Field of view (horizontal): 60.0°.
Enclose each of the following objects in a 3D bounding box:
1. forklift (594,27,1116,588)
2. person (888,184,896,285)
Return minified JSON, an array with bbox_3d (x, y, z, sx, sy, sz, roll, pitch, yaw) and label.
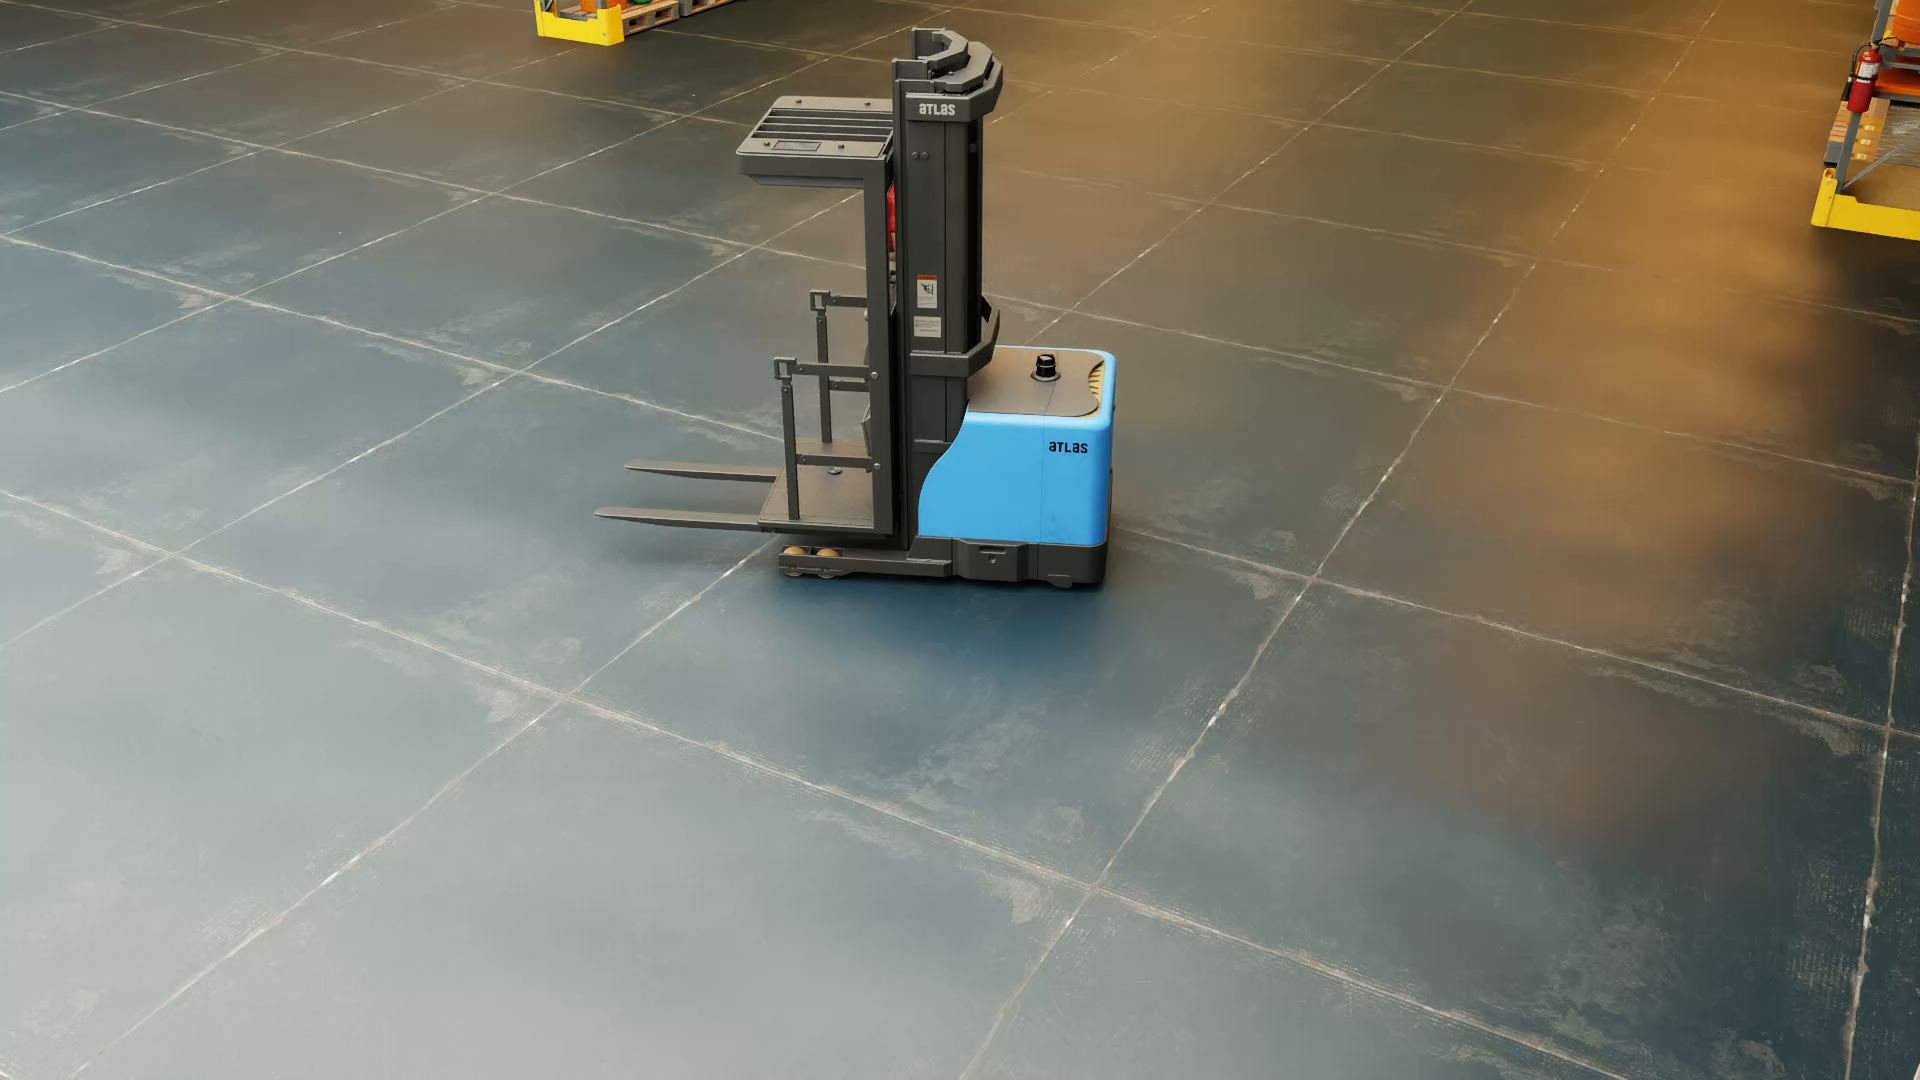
[{"bbox_3d":[-0.624,-1.307,9.335,3.031,2.935,1.130,3,30,6],"label":"forklift"},{"bbox_3d":[-0.420,-1.896,11.559,0.397,1.727,0.585,-6,31,-10],"label":"person"}]
